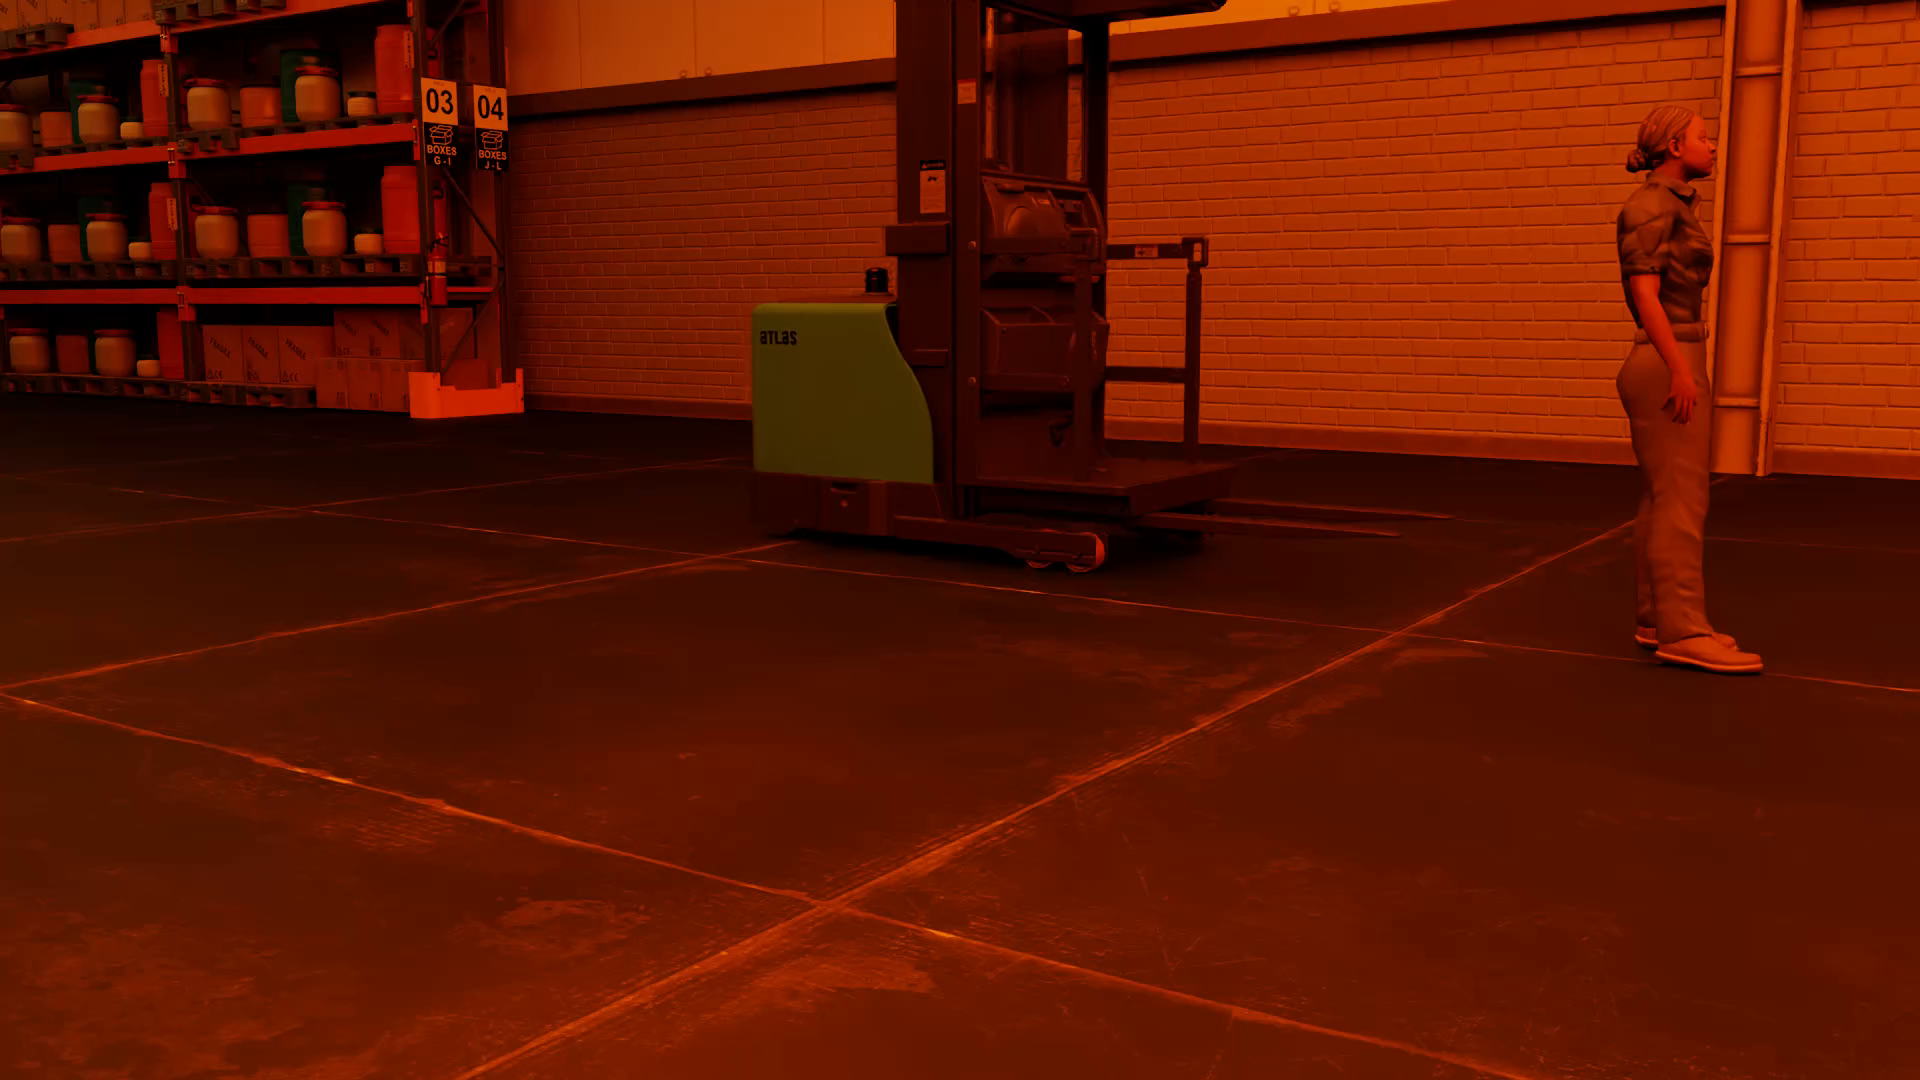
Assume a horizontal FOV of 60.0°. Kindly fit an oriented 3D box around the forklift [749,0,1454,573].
[{"bbox_3d":[0.541,-1.403,7.062,3.031,2.935,1.130,5,10,33],"label":"forklift"}]

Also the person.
[{"bbox_3d":[2.221,-0.470,5.023,0.483,1.662,0.551,4,9,27],"label":"person"}]
